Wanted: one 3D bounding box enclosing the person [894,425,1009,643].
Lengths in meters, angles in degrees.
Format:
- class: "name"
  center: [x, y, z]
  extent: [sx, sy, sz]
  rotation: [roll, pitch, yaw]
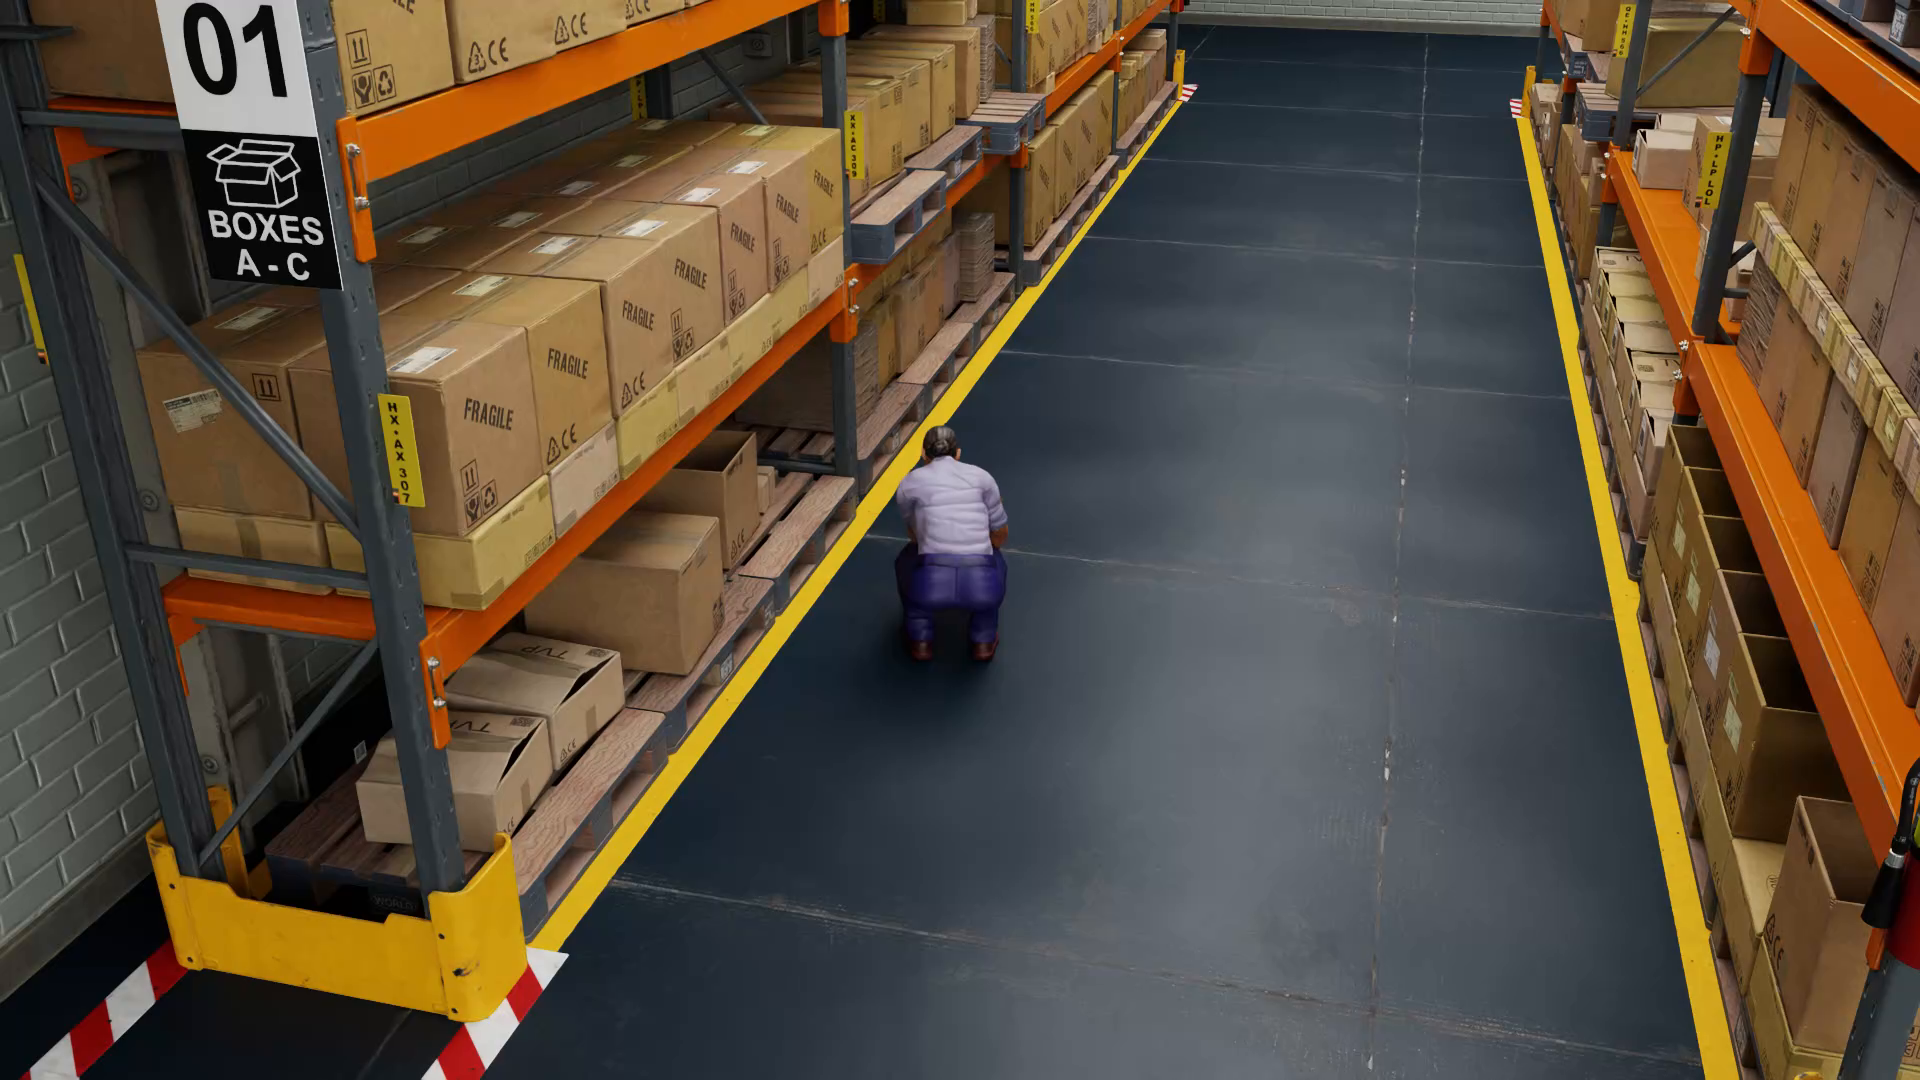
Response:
- class: "person"
  center: [-0.030, -0.027, 7.487]
  extent: [0.504, 0.894, 0.752]
  rotation: [0, 25, 0]
